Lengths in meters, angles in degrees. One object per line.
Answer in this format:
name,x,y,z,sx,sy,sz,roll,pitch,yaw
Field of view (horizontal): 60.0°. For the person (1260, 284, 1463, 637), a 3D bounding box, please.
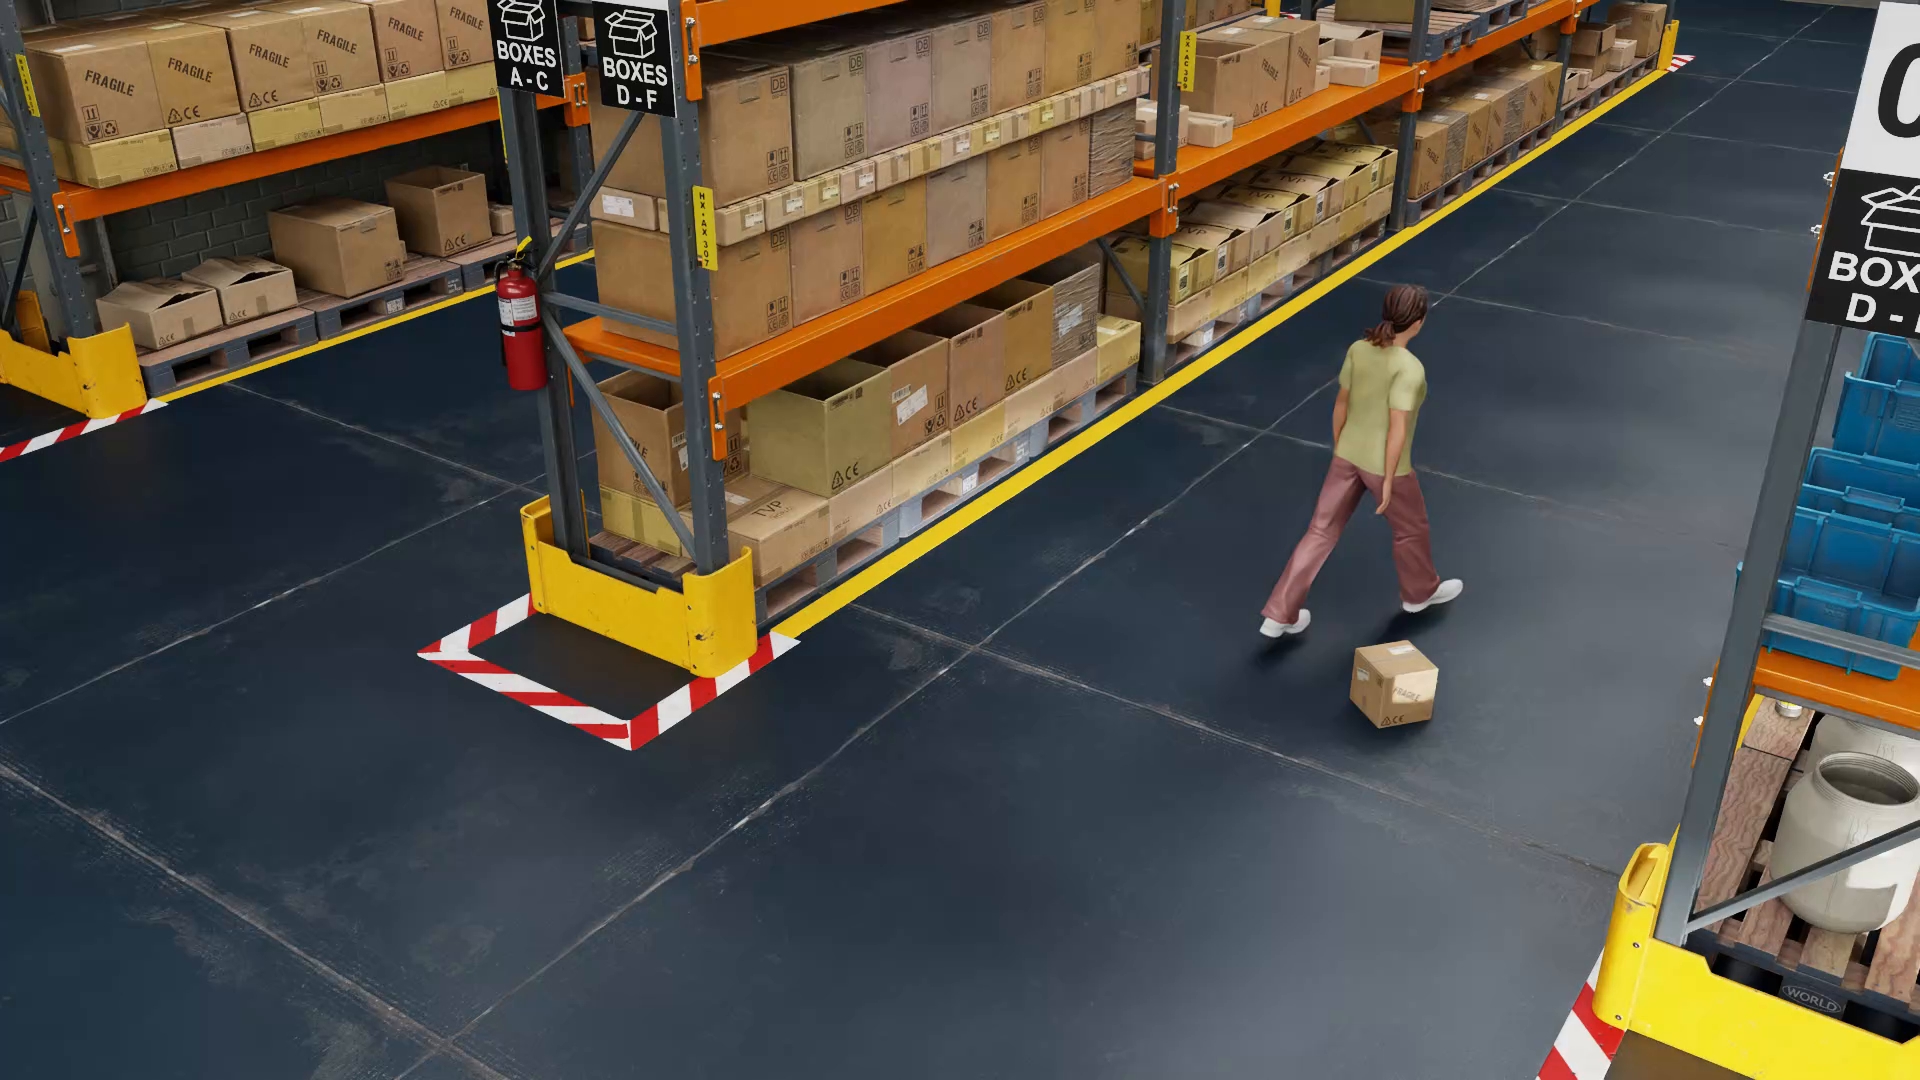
person,1.812,-0.339,7.357,1.097,1.582,0.451,-19,33,-33
